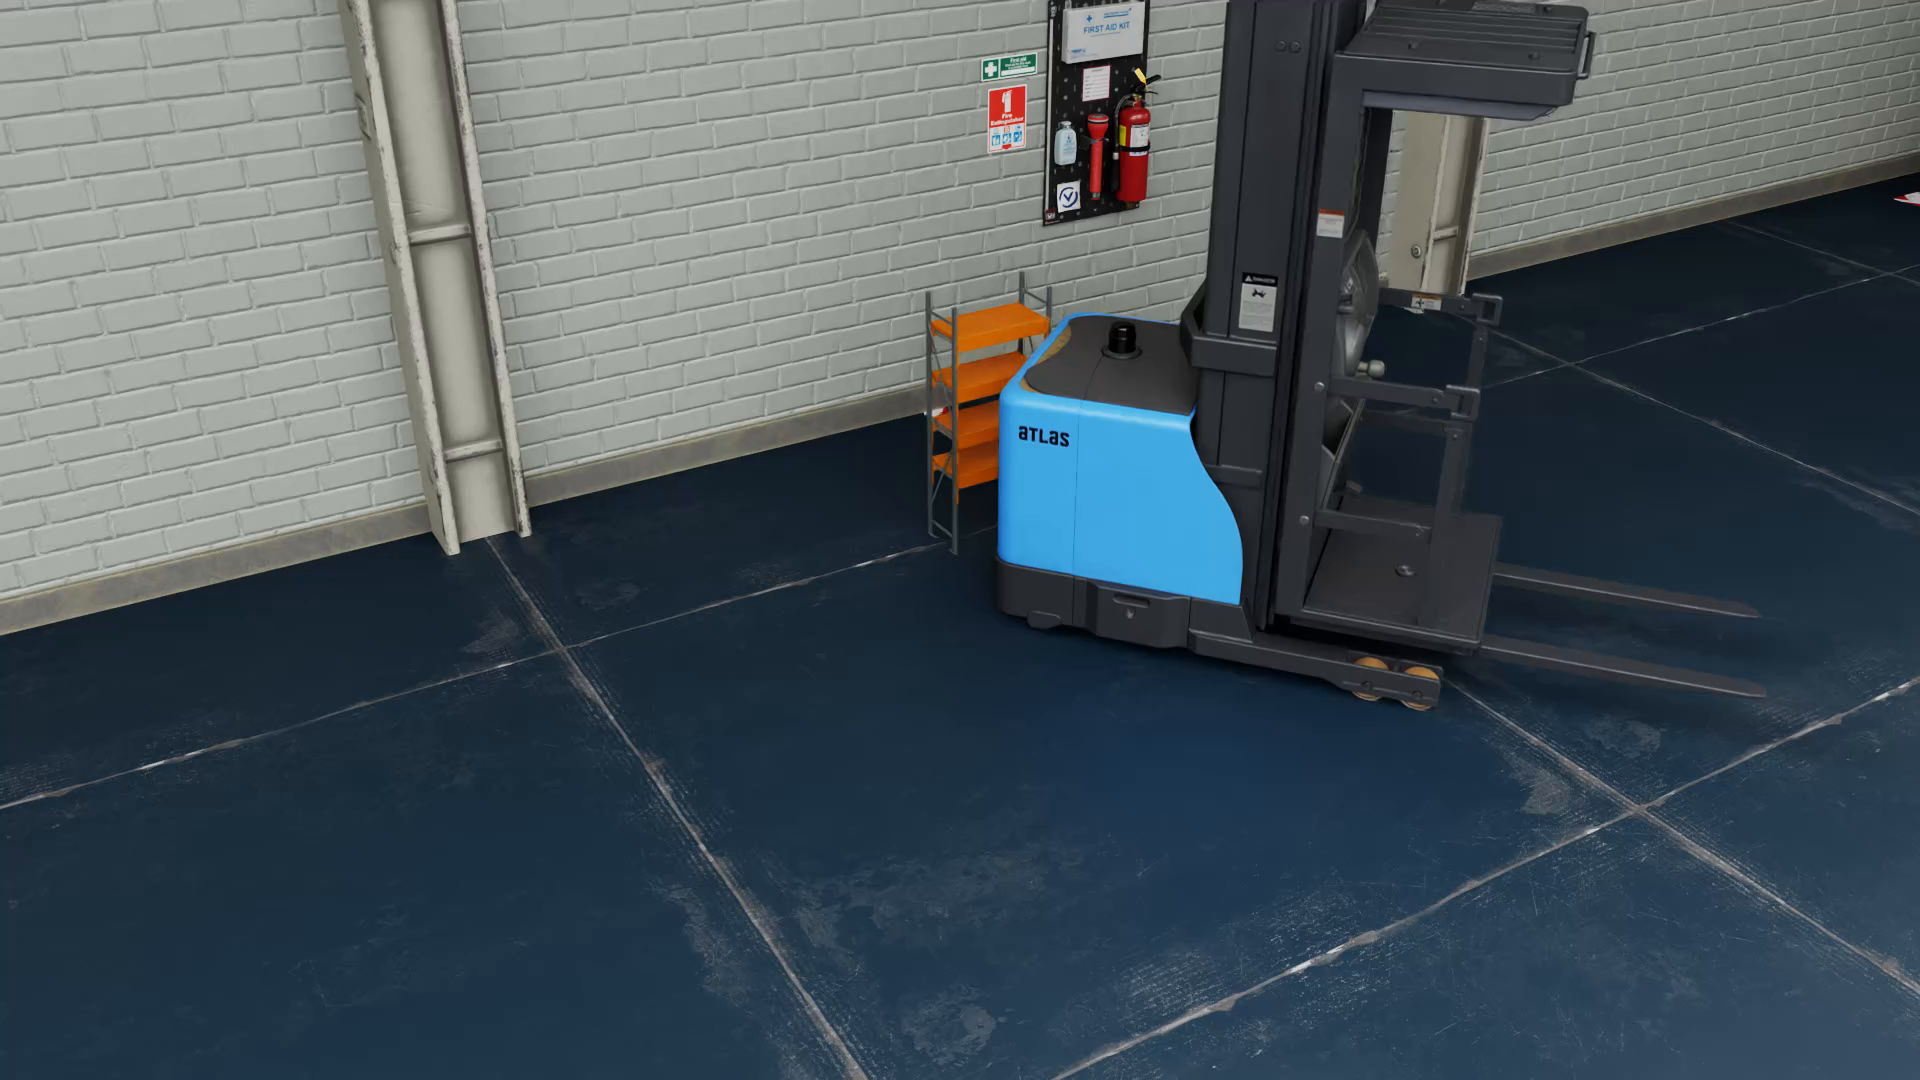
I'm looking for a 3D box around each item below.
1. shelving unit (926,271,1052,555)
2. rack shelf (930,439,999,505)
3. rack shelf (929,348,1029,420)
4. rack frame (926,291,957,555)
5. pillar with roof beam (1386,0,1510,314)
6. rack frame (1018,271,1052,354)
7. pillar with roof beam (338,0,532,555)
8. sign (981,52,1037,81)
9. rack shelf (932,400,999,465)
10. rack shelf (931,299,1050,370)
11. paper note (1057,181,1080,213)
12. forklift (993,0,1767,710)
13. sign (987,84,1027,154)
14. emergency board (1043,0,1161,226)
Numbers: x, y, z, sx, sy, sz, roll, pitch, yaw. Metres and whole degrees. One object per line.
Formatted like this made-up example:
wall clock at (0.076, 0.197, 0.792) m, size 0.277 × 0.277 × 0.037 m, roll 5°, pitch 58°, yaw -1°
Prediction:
shelving unit at (0.127, -0.567, 7.536) m, size 0.503 × 1.200 × 0.258 m, roll -17°, pitch 33°, yaw -27°
rack shelf at (0.127, -0.334, 7.664) m, size 0.480 × 0.148 × 0.258 m, roll -17°, pitch 33°, yaw -27°
rack shelf at (0.127, -0.704, 7.460) m, size 0.480 × 0.148 × 0.258 m, roll -17°, pitch 33°, yaw -27°
rack frame at (-0.081, -0.505, 7.424) m, size 0.015 × 1.200 × 0.240 m, roll -17°, pitch 33°, yaw -27°
pillar with roof beam at (5.101, -3.656, 5.062) m, size 0.400 × 9.000 × 9.100 m, roll -16°, pitch 33°, yaw -26°
rack frame at (0.335, -0.629, 7.647) m, size 0.015 × 1.200 × 0.240 m, roll -17°, pitch 33°, yaw -27°
pillar with roof beam at (-0.072, -2.188, 2.400) m, size 0.400 × 9.000 × 9.100 m, roll -16°, pitch 33°, yaw -26°
sign at (0.250, -2.387, 8.385) m, size 0.331 × 0.109 × 0.001 m, roll -16°, pitch 33°, yaw -26°
rack shelf at (0.127, -0.508, 7.568) m, size 0.480 × 0.148 × 0.258 m, roll -17°, pitch 33°, yaw -27°
rack shelf at (0.127, -0.911, 7.346) m, size 0.480 × 0.148 × 0.258 m, roll -17°, pitch 33°, yaw -27°
paper note at (0.583, -1.834, 8.880) m, size 0.142 × 0.148 × 0.016 m, roll -16°, pitch 33°, yaw -26°
forklift at (1.715, -0.906, 6.358) m, size 3.031 × 2.935 × 1.130 m, roll 10°, pitch 30°, yaw 18°
sign at (0.241, -2.157, 8.518) m, size 0.234 × 0.329 × 0.001 m, roll -16°, pitch 33°, yaw -26°
emergency board at (0.770, -2.234, 8.694) m, size 0.643 × 1.169 × 0.194 m, roll -16°, pitch 33°, yaw -26°
